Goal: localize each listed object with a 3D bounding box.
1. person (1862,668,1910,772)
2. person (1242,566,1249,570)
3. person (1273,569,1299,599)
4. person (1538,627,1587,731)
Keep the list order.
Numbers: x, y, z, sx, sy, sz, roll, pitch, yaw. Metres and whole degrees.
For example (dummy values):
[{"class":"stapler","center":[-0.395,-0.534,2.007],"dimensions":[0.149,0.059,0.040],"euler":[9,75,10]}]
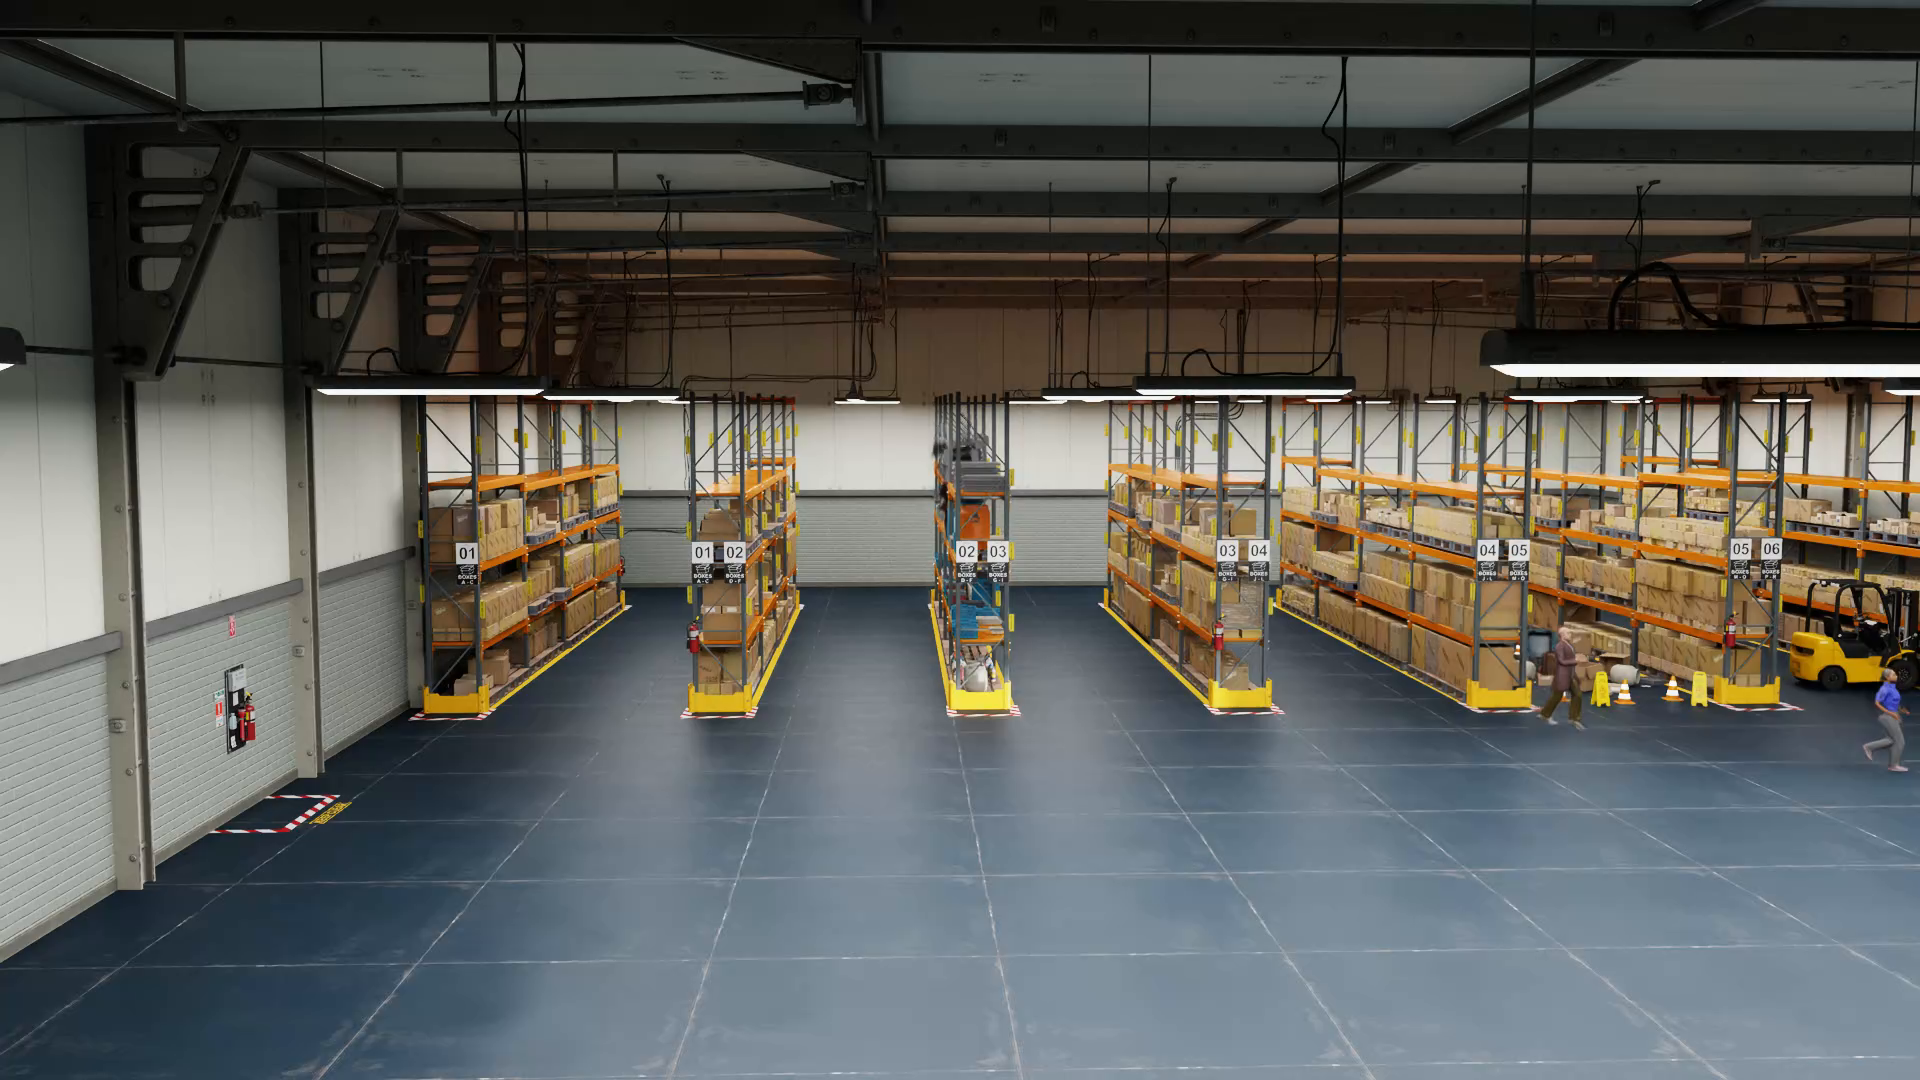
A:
[{"class":"person","center":[14.582,2.821,26.188],"dimensions":[0.678,1.607,0.579],"euler":[4,6,41]},{"class":"person","center":[7.924,1.240,45.734],"dimensions":[0.616,1.658,0.513],"euler":[0,5,1]},{"class":"person","center":[9.735,0.934,49.208],"dimensions":[0.957,1.682,0.855],"euler":[2,5,28]},{"class":"person","center":[10.721,2.458,29.578],"dimensions":[0.675,1.838,0.844],"euler":[-4,6,-44]}]
